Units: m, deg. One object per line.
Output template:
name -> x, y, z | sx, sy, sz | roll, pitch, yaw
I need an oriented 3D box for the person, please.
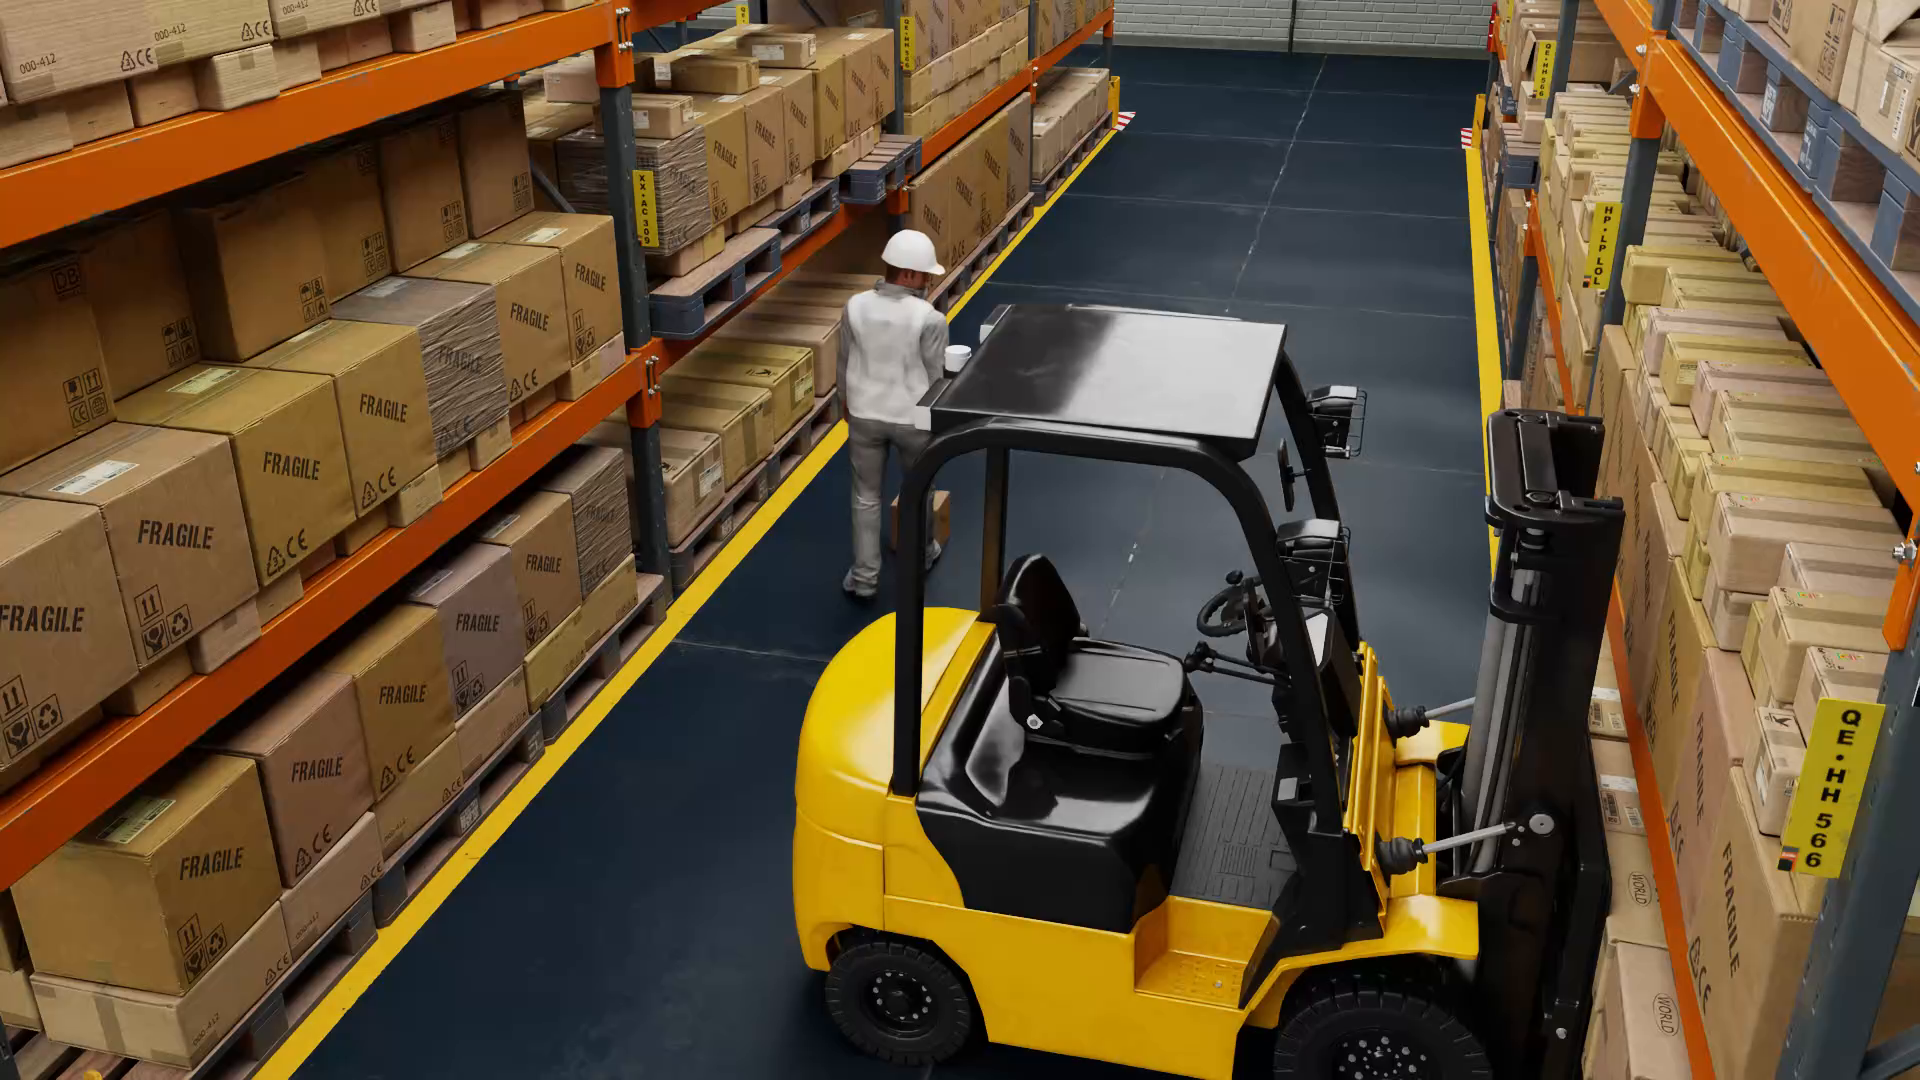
person -> -0.304, -0.606, 7.851 | 0.569, 1.764, 0.753 | 4, 25, 8
